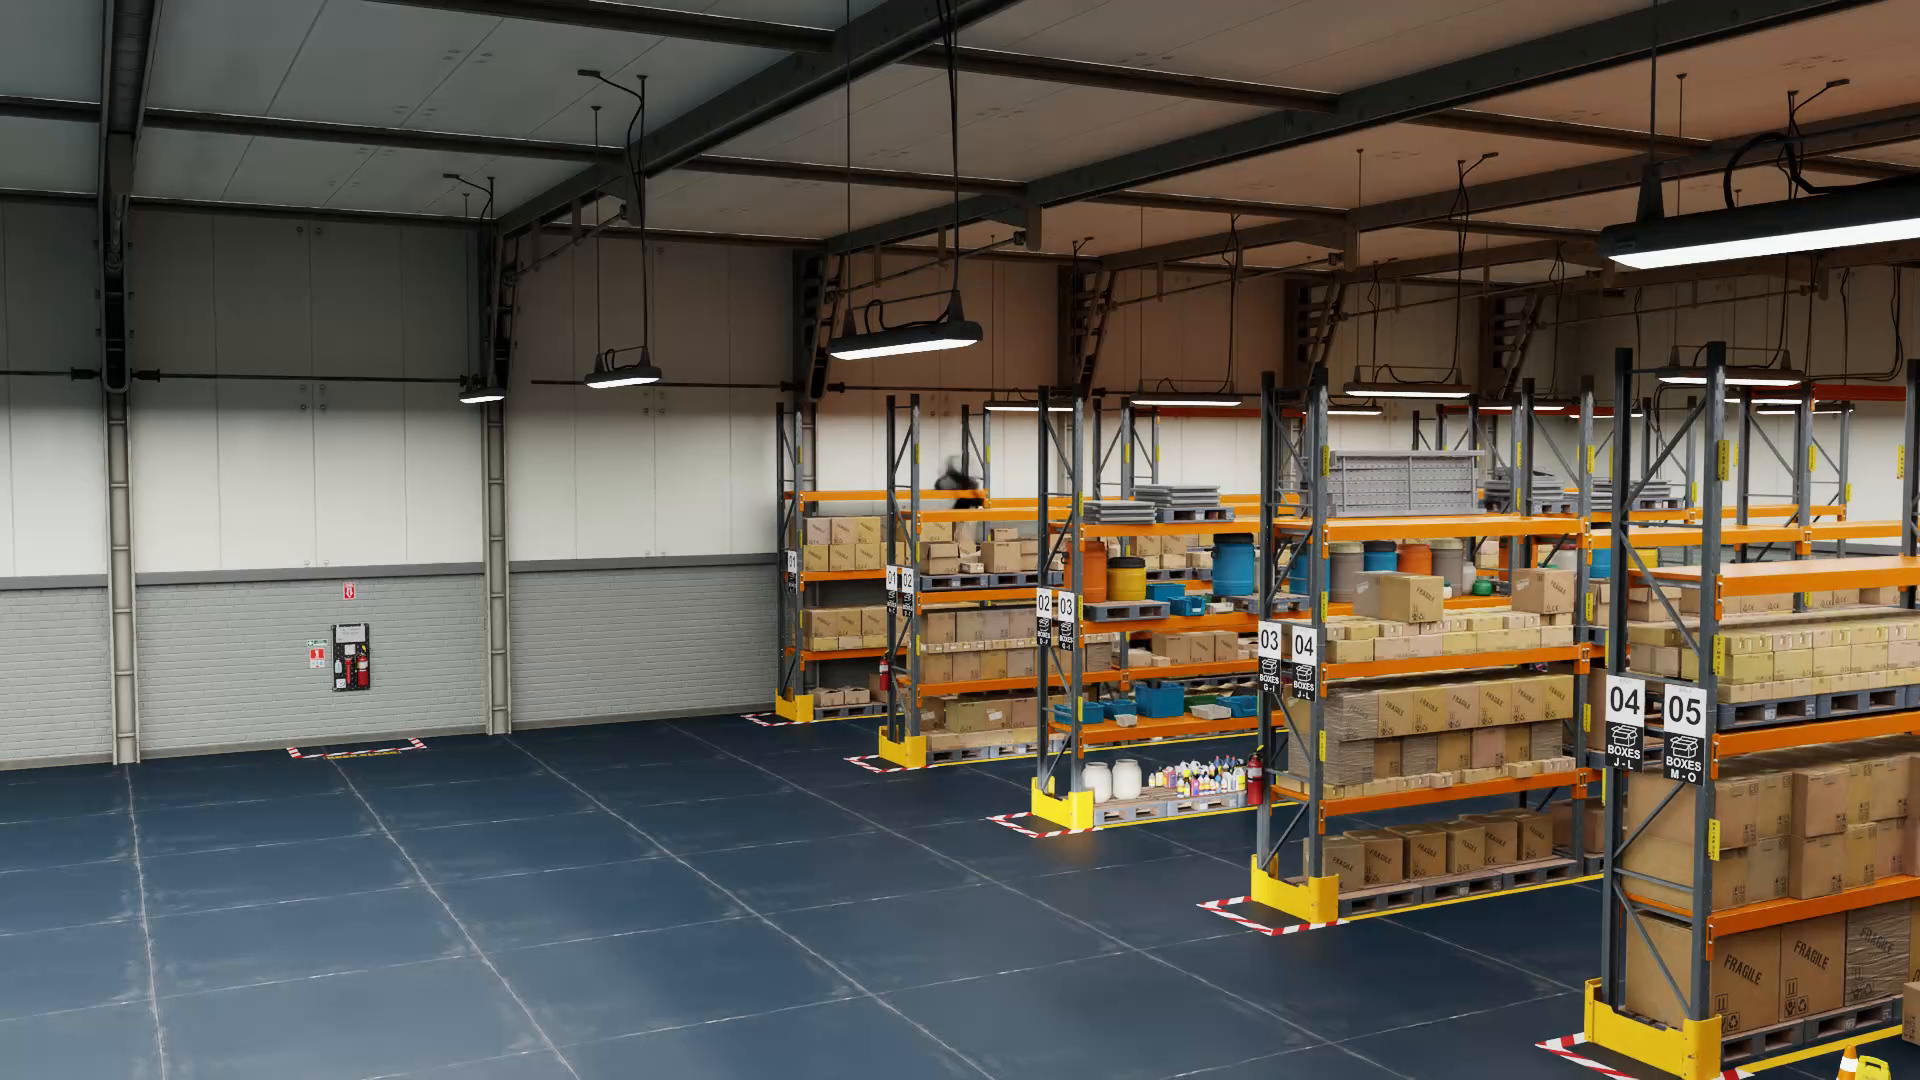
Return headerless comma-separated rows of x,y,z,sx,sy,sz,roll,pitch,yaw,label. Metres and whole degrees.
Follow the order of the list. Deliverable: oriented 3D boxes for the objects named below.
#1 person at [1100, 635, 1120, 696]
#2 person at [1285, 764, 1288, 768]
2.781,2.377,31.717,0.657,1.748,0.690,-2,4,-30,person
5.506,2.868,26.814,0.634,1.592,0.566,-2,4,-27,person
